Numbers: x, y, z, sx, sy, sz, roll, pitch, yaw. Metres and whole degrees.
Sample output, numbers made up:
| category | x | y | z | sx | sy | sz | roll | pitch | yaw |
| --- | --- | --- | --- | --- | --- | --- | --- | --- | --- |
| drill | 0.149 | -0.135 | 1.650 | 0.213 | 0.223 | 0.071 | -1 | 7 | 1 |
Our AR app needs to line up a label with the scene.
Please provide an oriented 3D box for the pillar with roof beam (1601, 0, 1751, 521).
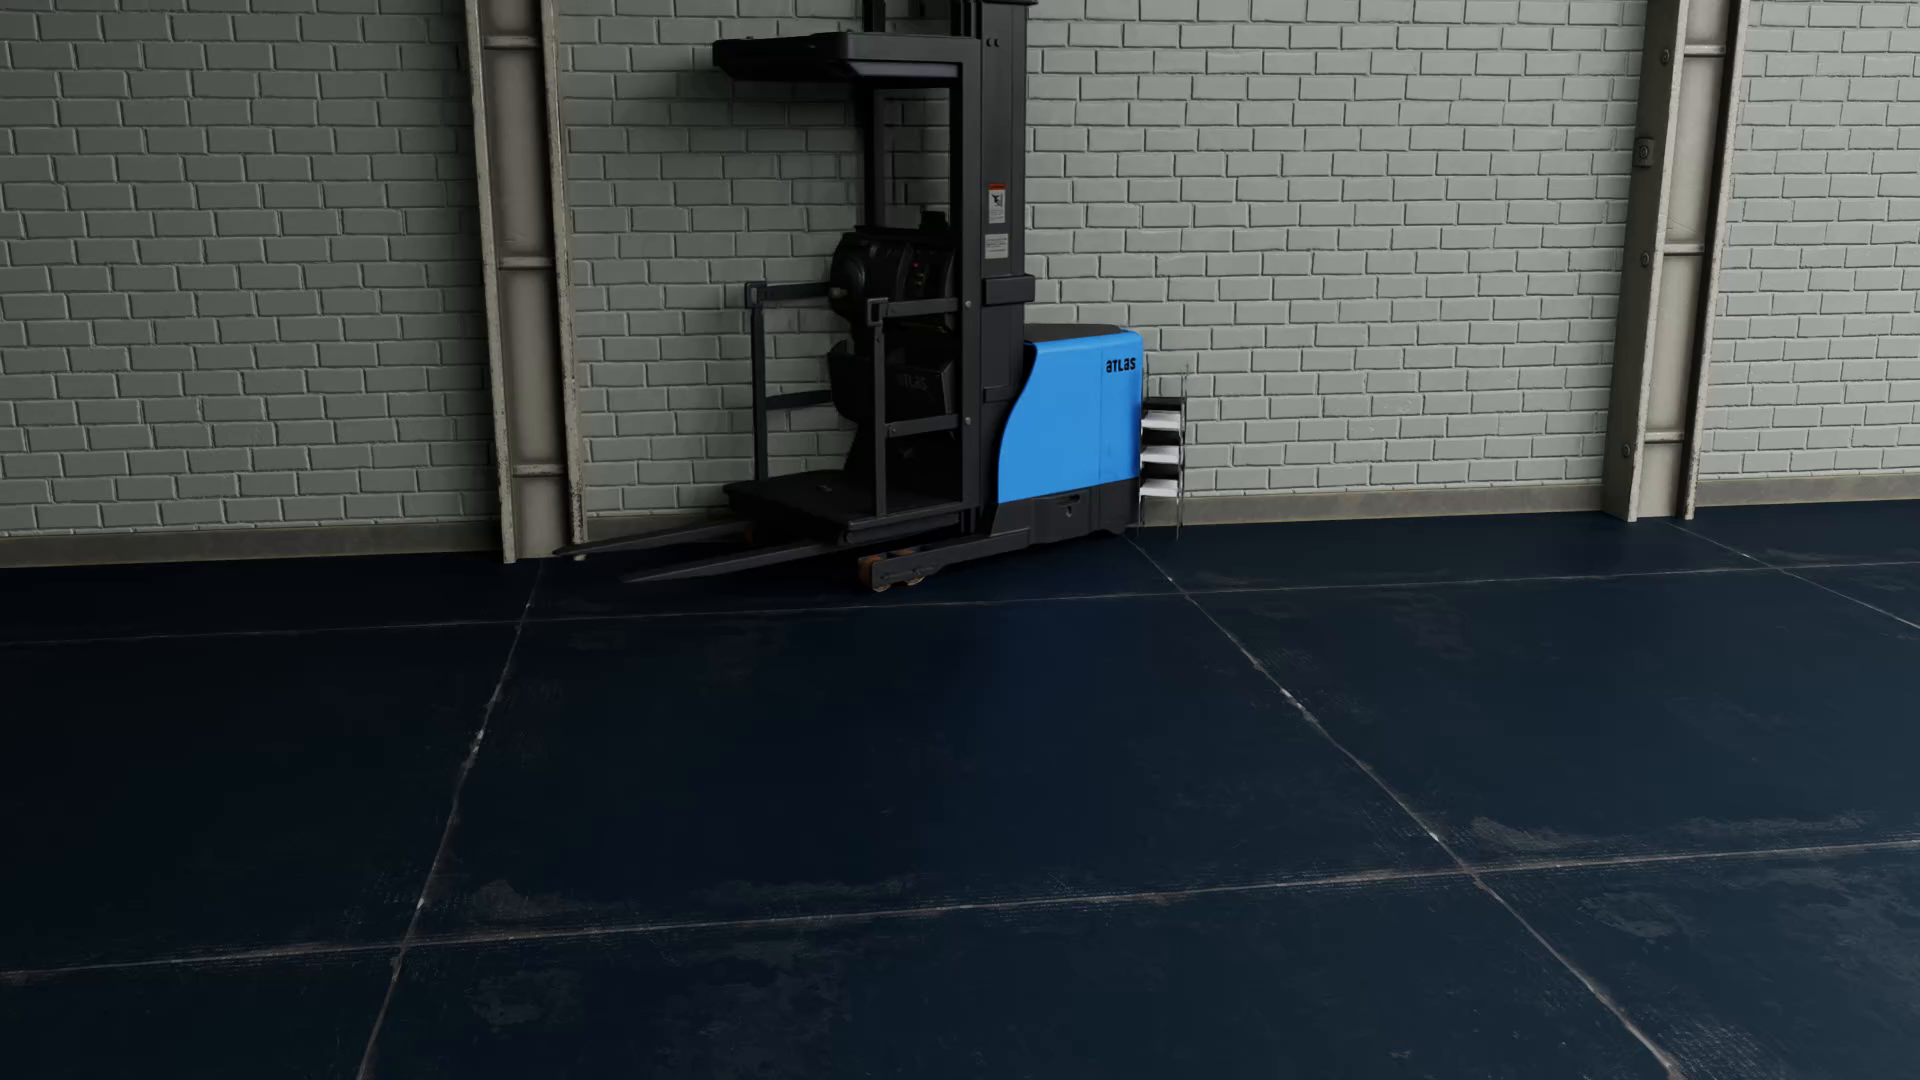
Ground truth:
| category | x | y | z | sx | sy | sz | roll | pitch | yaw |
| --- | --- | --- | --- | --- | --- | --- | --- | --- | --- |
| pillar with roof beam | 4.477 | -3.475 | 4.079 | 0.400 | 9.000 | 9.100 | -2 | 14 | -8 |

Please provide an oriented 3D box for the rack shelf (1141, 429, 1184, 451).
| category | x | y | z | sx | sy | sz | roll | pitch | yaw |
| --- | --- | --- | --- | --- | --- | --- | --- | --- | --- |
| rack shelf | 1.065 | -0.521 | 8.715 | 0.200 | 0.077 | 0.258 | 3 | 14 | 13 |

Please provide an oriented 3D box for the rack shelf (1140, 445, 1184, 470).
| category | x | y | z | sx | sy | sz | roll | pitch | yaw |
| --- | --- | --- | --- | --- | --- | --- | --- | --- | --- |
| rack shelf | 1.065 | -0.433 | 8.737 | 0.200 | 0.077 | 0.258 | 3 | 14 | 13 |

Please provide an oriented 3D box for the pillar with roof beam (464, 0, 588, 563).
| category | x | y | z | sx | sy | sz | roll | pitch | yaw |
| --- | --- | --- | --- | --- | --- | --- | --- | --- | --- |
| pillar with roof beam | -1.456 | -3.258 | 3.212 | 0.400 | 9.000 | 9.100 | -2 | 14 | -8 |

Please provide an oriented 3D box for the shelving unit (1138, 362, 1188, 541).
| category | x | y | z | sx | sy | sz | roll | pitch | yaw |
| --- | --- | --- | --- | --- | --- | --- | --- | --- | --- |
| shelving unit | 1.065 | -0.466 | 8.729 | 0.210 | 0.900 | 0.258 | 3 | 14 | 13 |

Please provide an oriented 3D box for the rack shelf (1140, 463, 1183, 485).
| category | x | y | z | sx | sy | sz | roll | pitch | yaw |
| --- | --- | --- | --- | --- | --- | --- | --- | --- | --- |
| rack shelf | 1.065 | -0.346 | 8.759 | 0.200 | 0.077 | 0.258 | 3 | 14 | 13 |

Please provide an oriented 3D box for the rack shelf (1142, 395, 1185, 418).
| category | x | y | z | sx | sy | sz | roll | pitch | yaw |
| --- | --- | --- | --- | --- | --- | --- | --- | --- | --- |
| rack shelf | 1.065 | -0.695 | 8.671 | 0.200 | 0.077 | 0.258 | 3 | 14 | 13 |

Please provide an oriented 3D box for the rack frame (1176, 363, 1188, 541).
| category | x | y | z | sx | sy | sz | roll | pitch | yaw |
| --- | --- | --- | --- | --- | --- | --- | --- | --- | --- |
| rack frame | 1.163 | -0.460 | 8.706 | 0.006 | 0.900 | 0.240 | 3 | 14 | 13 |

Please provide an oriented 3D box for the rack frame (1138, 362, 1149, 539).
| category | x | y | z | sx | sy | sz | roll | pitch | yaw |
| --- | --- | --- | --- | --- | --- | --- | --- | --- | --- |
| rack frame | 0.966 | -0.472 | 8.752 | 0.006 | 0.900 | 0.240 | 3 | 14 | 13 |

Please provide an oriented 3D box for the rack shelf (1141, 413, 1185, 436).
| category | x | y | z | sx | sy | sz | roll | pitch | yaw |
| --- | --- | --- | --- | --- | --- | --- | --- | --- | --- |
| rack shelf | 1.065 | -0.608 | 8.693 | 0.200 | 0.077 | 0.258 | 3 | 14 | 13 |

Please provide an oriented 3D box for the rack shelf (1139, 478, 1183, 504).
| category | x | y | z | sx | sy | sz | roll | pitch | yaw |
| --- | --- | --- | --- | --- | --- | --- | --- | --- | --- |
| rack shelf | 1.065 | -0.259 | 8.781 | 0.200 | 0.077 | 0.258 | 3 | 14 | 13 |

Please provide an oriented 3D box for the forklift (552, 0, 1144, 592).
| category | x | y | z | sx | sy | sz | roll | pitch | yaw |
| --- | --- | --- | --- | --- | --- | --- | --- | --- | --- |
| forklift | -0.488 | -1.323 | 7.973 | 3.031 | 2.935 | 1.130 | -11 | 18 | -38 |
